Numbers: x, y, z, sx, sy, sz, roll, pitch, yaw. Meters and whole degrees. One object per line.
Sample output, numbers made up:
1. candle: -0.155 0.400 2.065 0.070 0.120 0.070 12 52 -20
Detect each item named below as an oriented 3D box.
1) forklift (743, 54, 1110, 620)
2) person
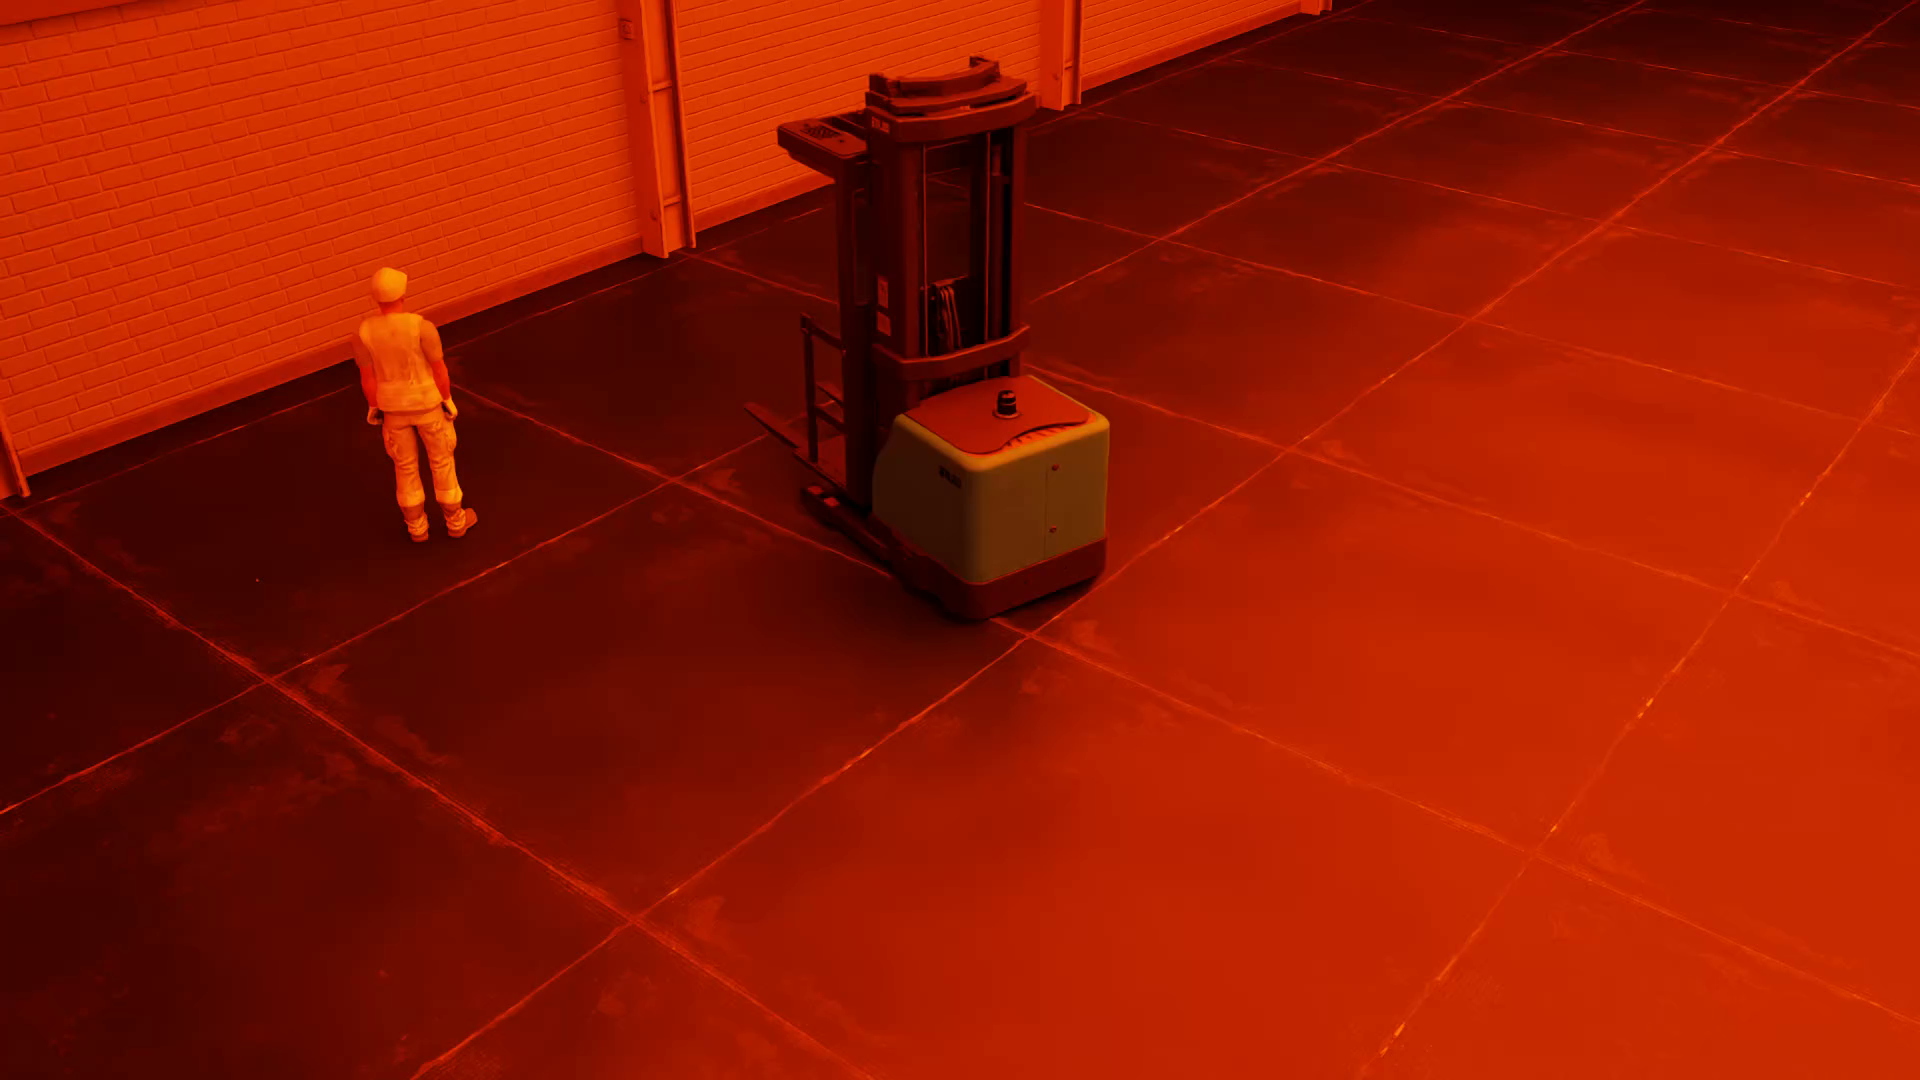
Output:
1. forklift: -0.380 -1.499 10.161 1.130 2.935 3.031 -20 36 -30
2. person: -3.344 -0.824 10.136 0.535 1.795 0.372 -4 31 -7
